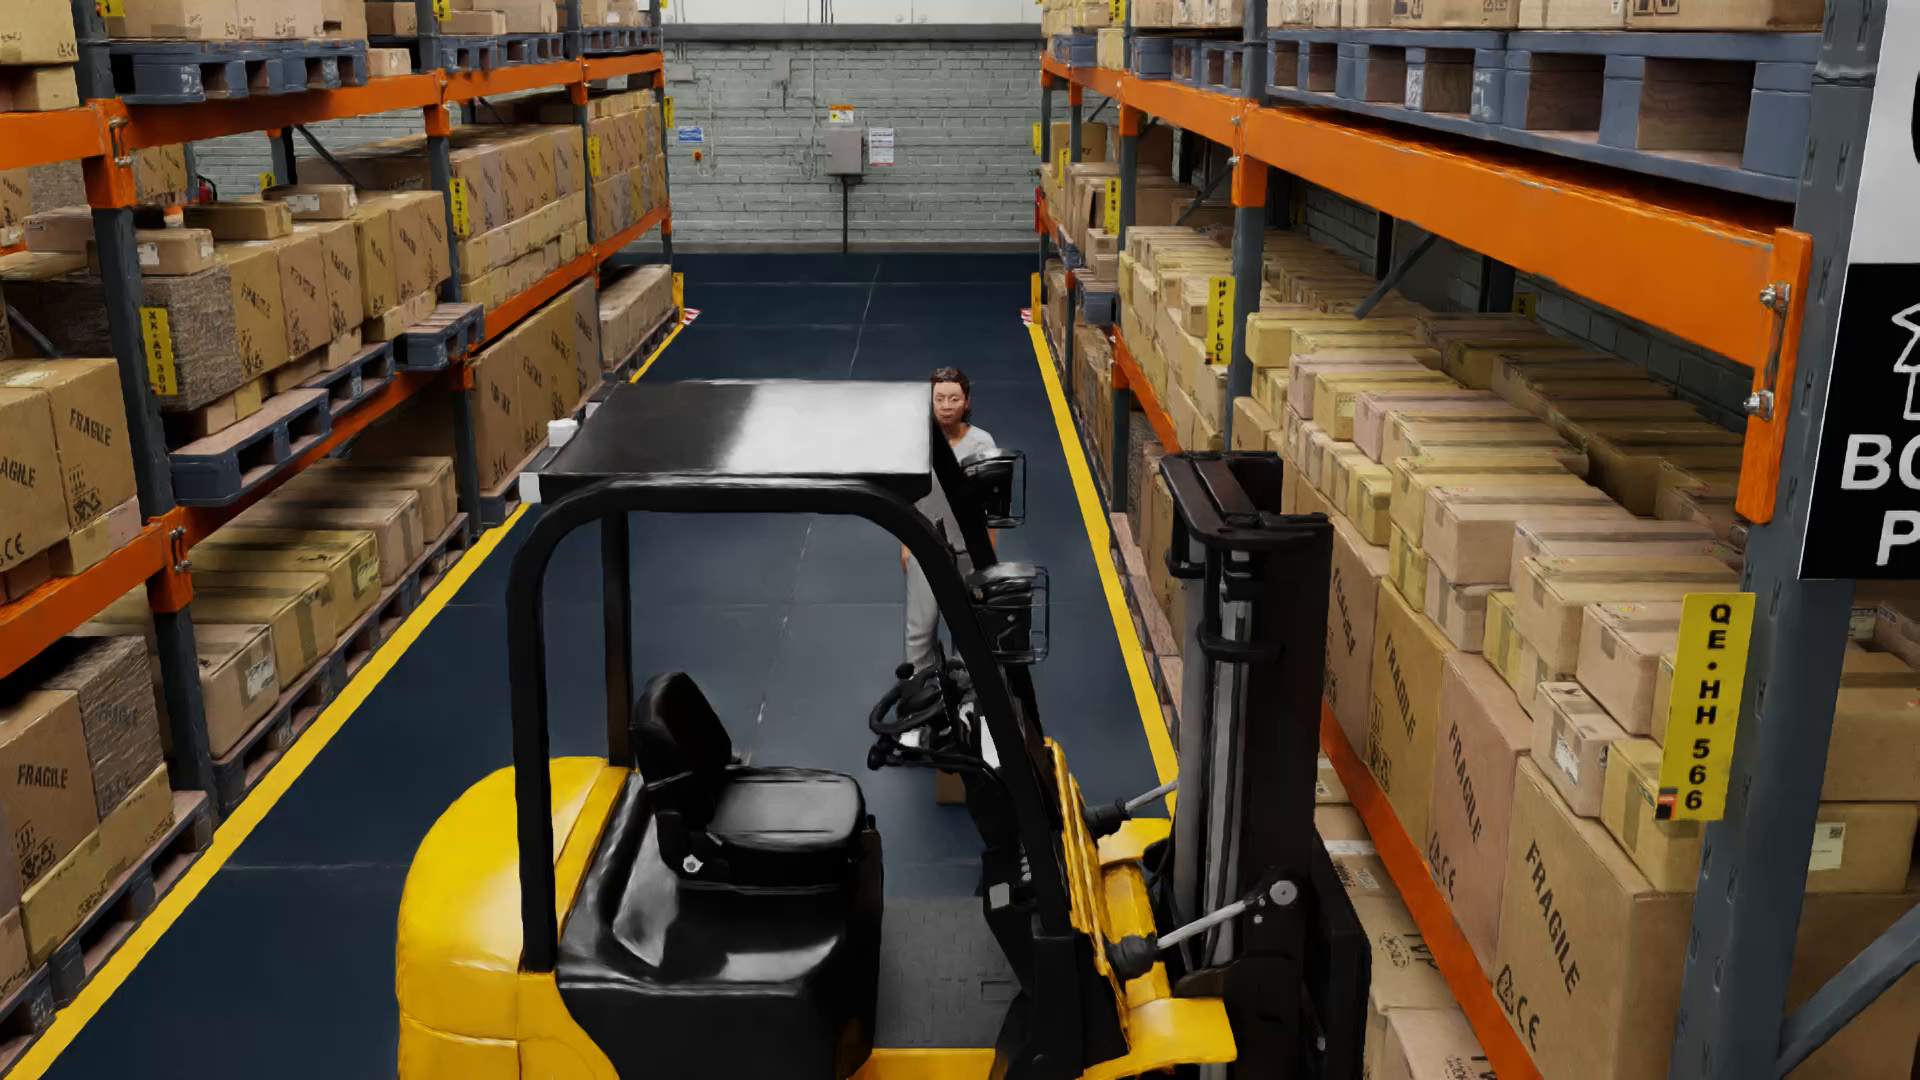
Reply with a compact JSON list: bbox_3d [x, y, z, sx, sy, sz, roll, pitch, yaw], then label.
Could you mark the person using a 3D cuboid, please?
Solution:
[{"bbox_3d":[-0.054,0.079,7.273,0.440,1.660,0.682,1,17,3],"label":"person"}]
